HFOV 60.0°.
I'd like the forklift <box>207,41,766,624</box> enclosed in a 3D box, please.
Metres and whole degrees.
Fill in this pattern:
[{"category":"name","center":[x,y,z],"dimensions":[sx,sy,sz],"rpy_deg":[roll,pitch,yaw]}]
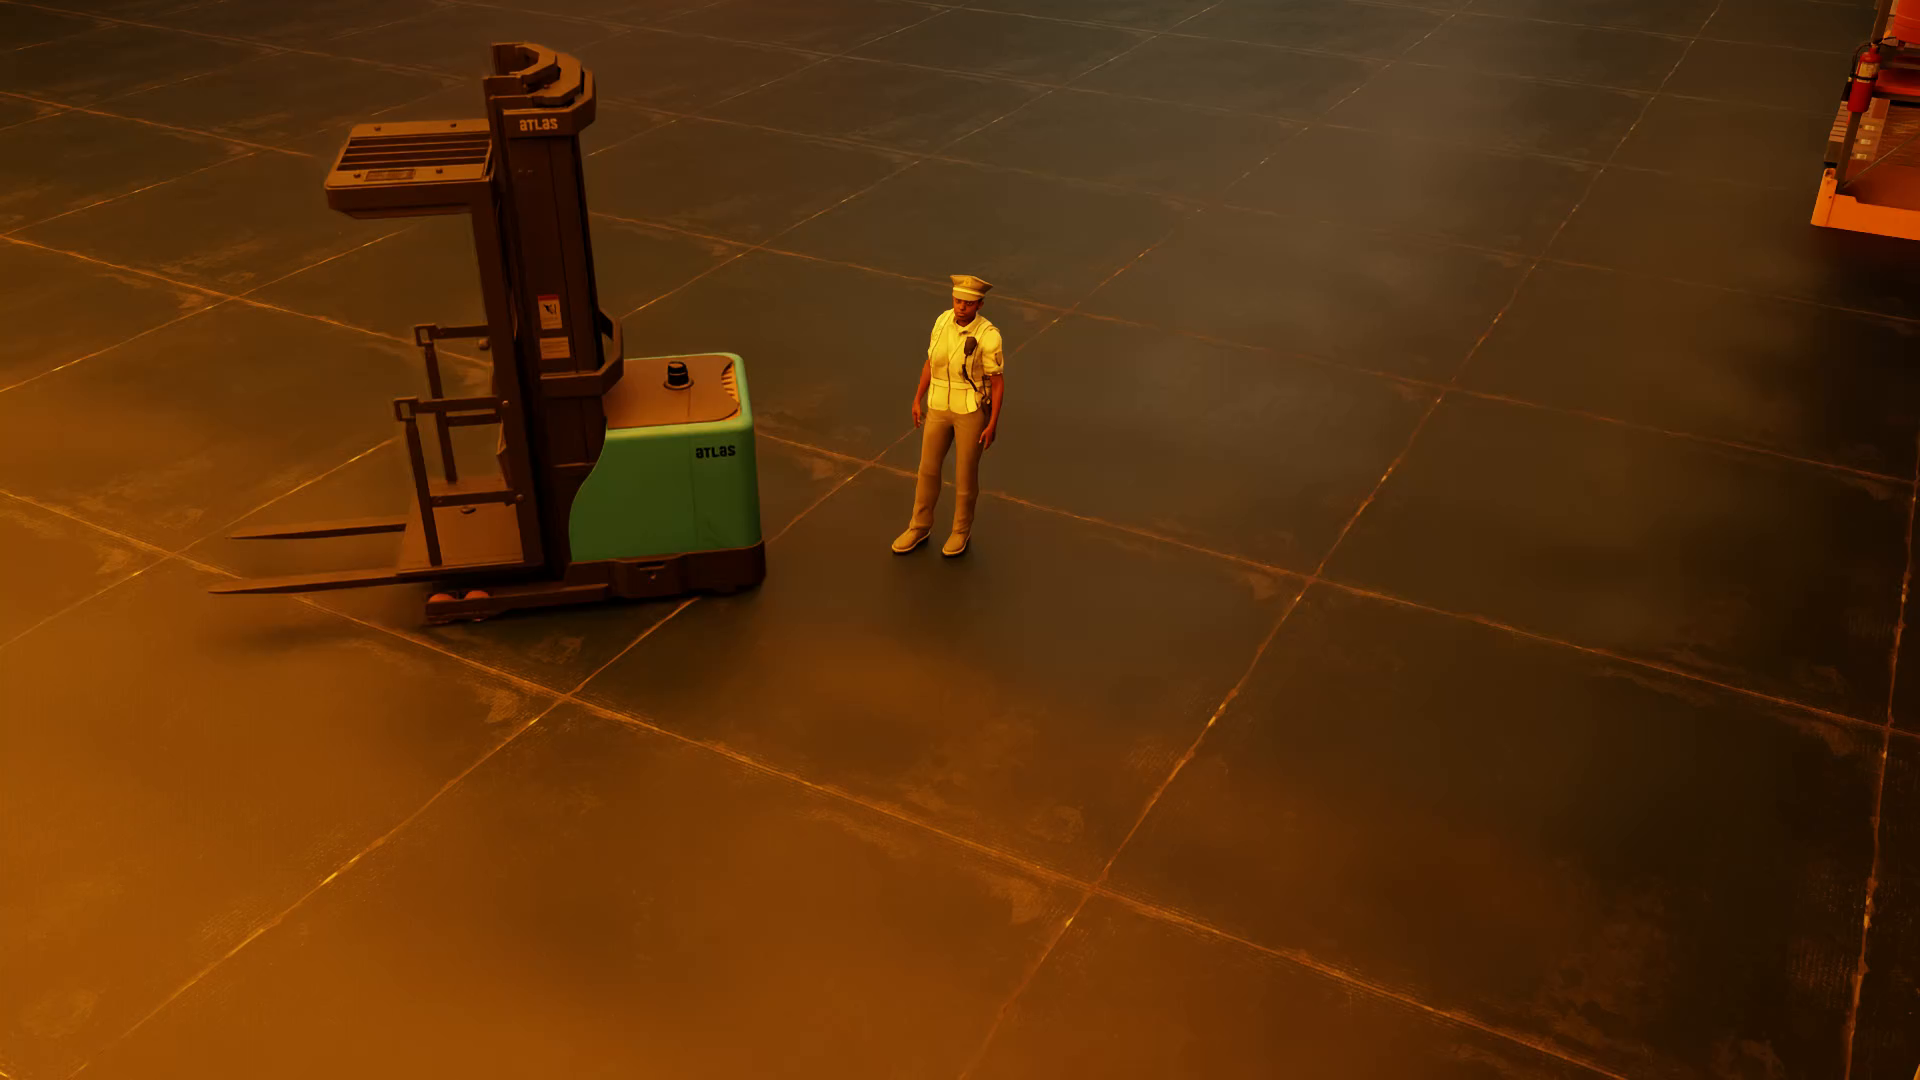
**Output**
[{"category":"forklift","center":[-2.674,-1.090,8.959],"dimensions":[3.031,2.935,1.130],"rpy_deg":[-5,30,-9]}]

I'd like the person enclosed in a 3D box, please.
[{"category":"person","center":[-0.054,-0.712,9.527],"dimensions":[0.569,1.694,0.530],"rpy_deg":[15,33,25]}]
